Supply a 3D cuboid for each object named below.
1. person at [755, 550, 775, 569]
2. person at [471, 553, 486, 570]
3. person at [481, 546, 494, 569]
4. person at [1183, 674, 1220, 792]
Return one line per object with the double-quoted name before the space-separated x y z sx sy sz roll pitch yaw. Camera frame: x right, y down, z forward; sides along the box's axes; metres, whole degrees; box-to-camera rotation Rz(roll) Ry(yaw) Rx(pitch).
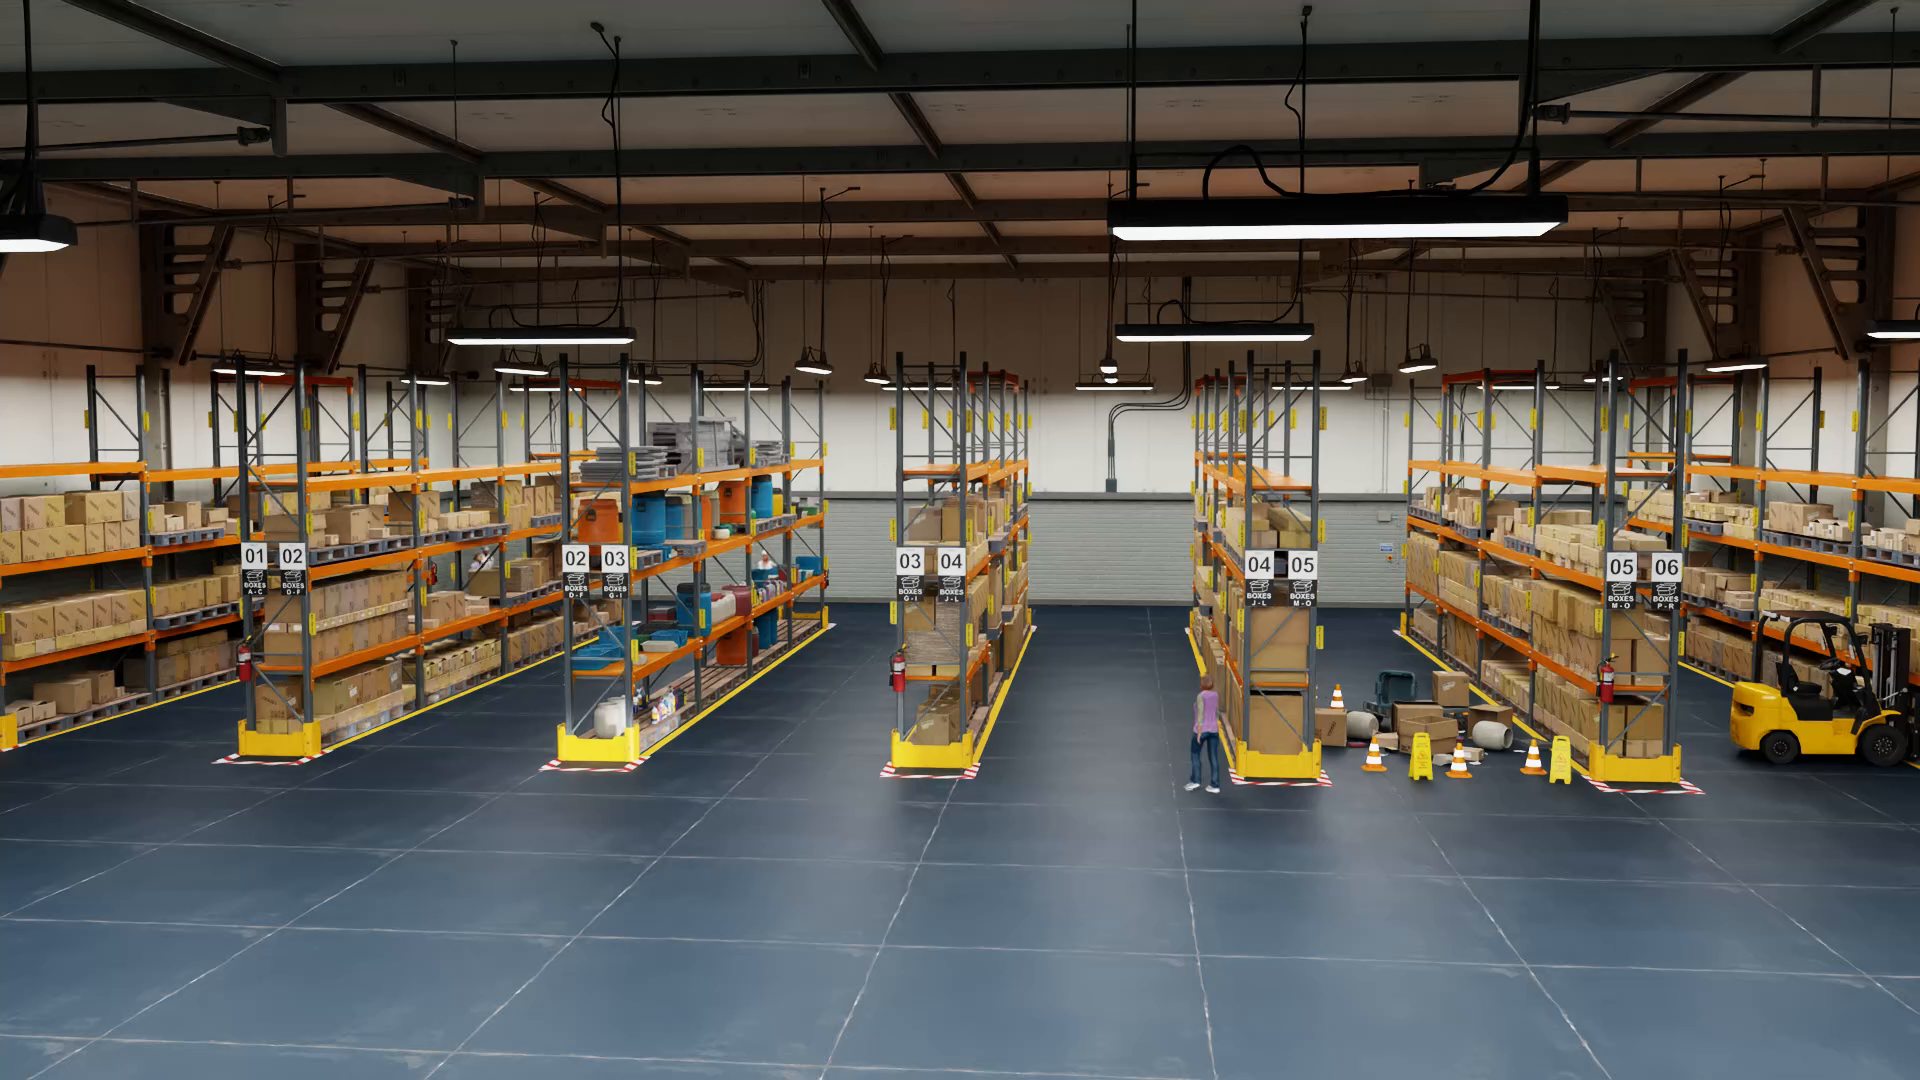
"person" -4.964 1.122 41.979 0.554 1.731 0.978 2 4 22
"person" -12.279 1.163 42.461 0.415 1.669 0.508 0 4 4
"person" -12.920 0.956 45.227 0.793 1.640 0.454 4 6 44
"person" 3.350 2.624 22.496 0.424 1.611 0.655 -2 4 -21
